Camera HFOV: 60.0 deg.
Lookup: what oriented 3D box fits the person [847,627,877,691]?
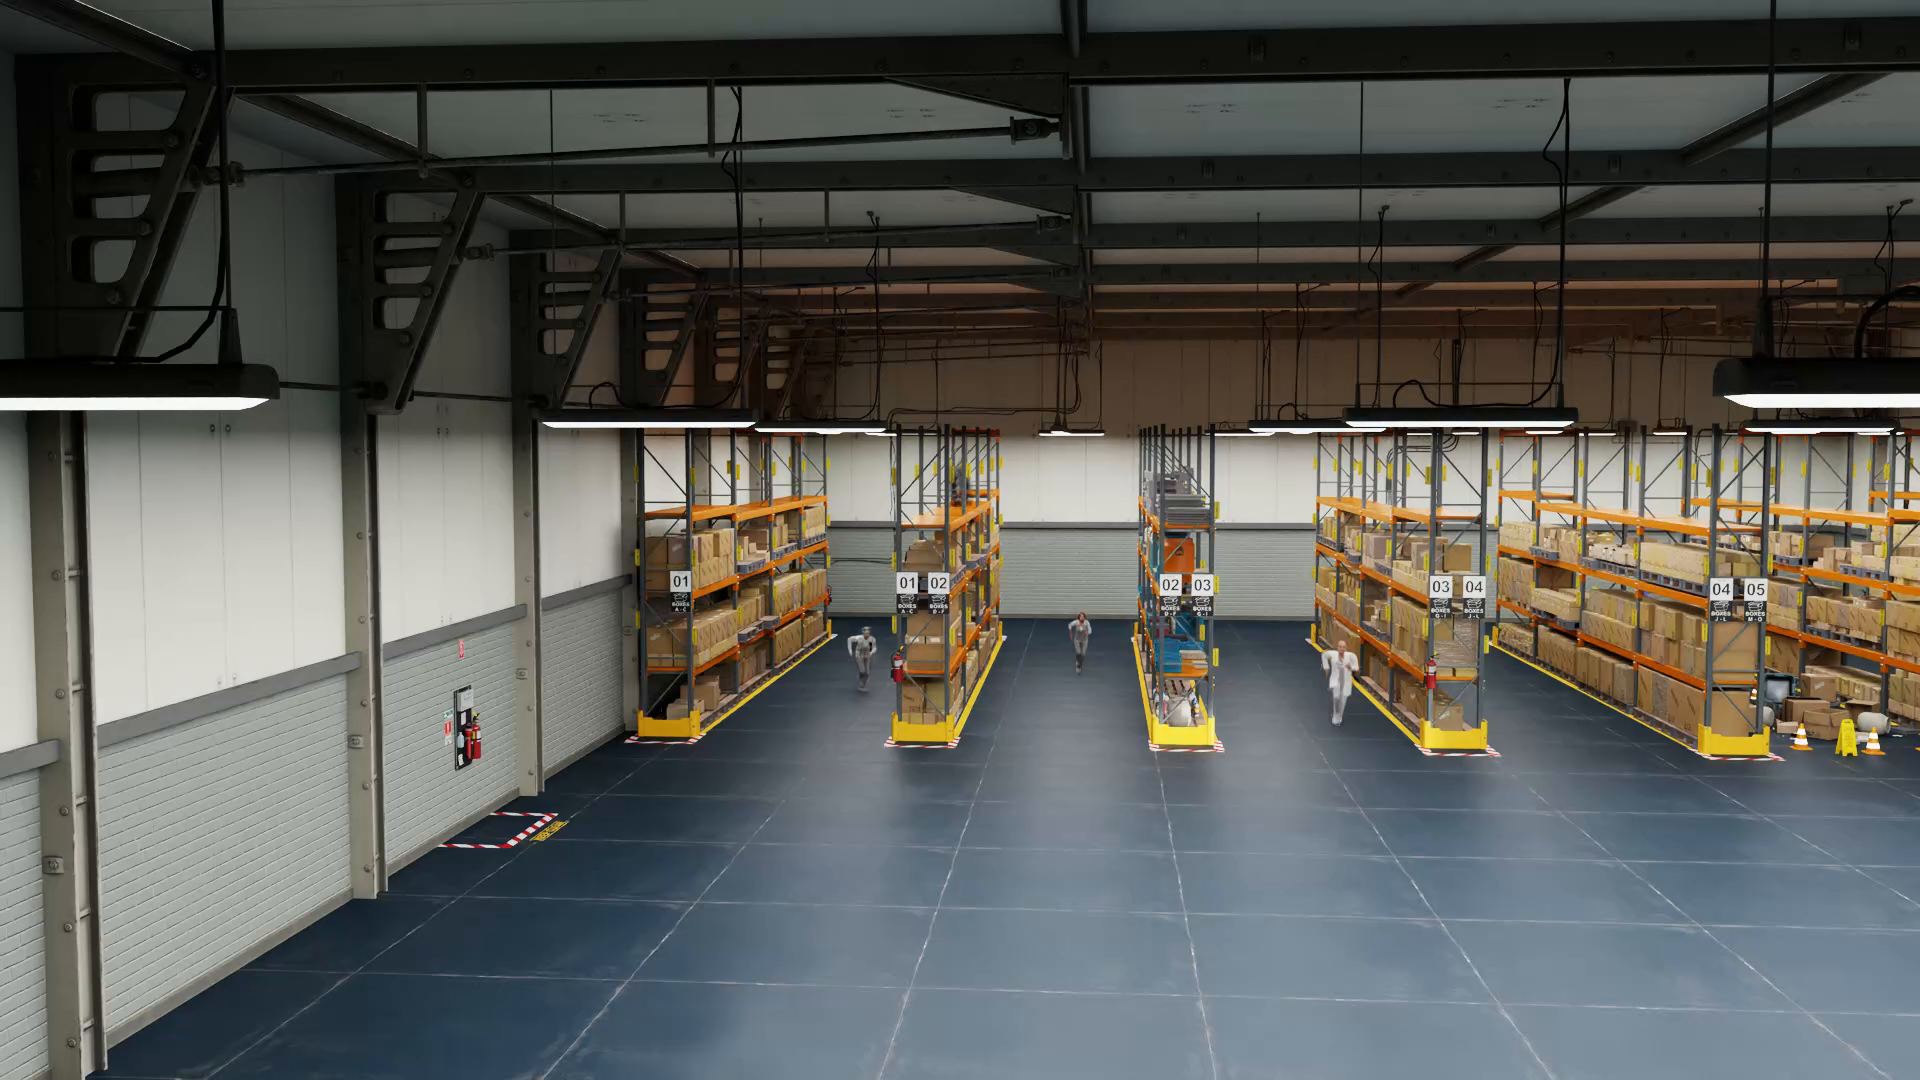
[{"bbox_3d":[-2.209,2.693,37.555,0.644,1.496,0.816,-1,4,-17],"label":"person"}]

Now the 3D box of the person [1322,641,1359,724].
[{"bbox_3d":[7.554,2.836,33.064,0.690,1.706,0.948,0,3,7],"label":"person"}]

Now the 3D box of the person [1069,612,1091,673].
[{"bbox_3d":[2.923,2.500,40.411,0.524,1.525,0.735,0,3,-5],"label":"person"}]

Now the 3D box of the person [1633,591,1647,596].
[{"bbox_3d":[19.790,1.962,48.582,0.555,1.606,0.569,-1,4,-18],"label":"person"}]

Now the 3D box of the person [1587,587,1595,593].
[{"bbox_3d":[17.024,2.122,44.961,0.692,1.720,0.591,-1,4,-9],"label":"person"}]
